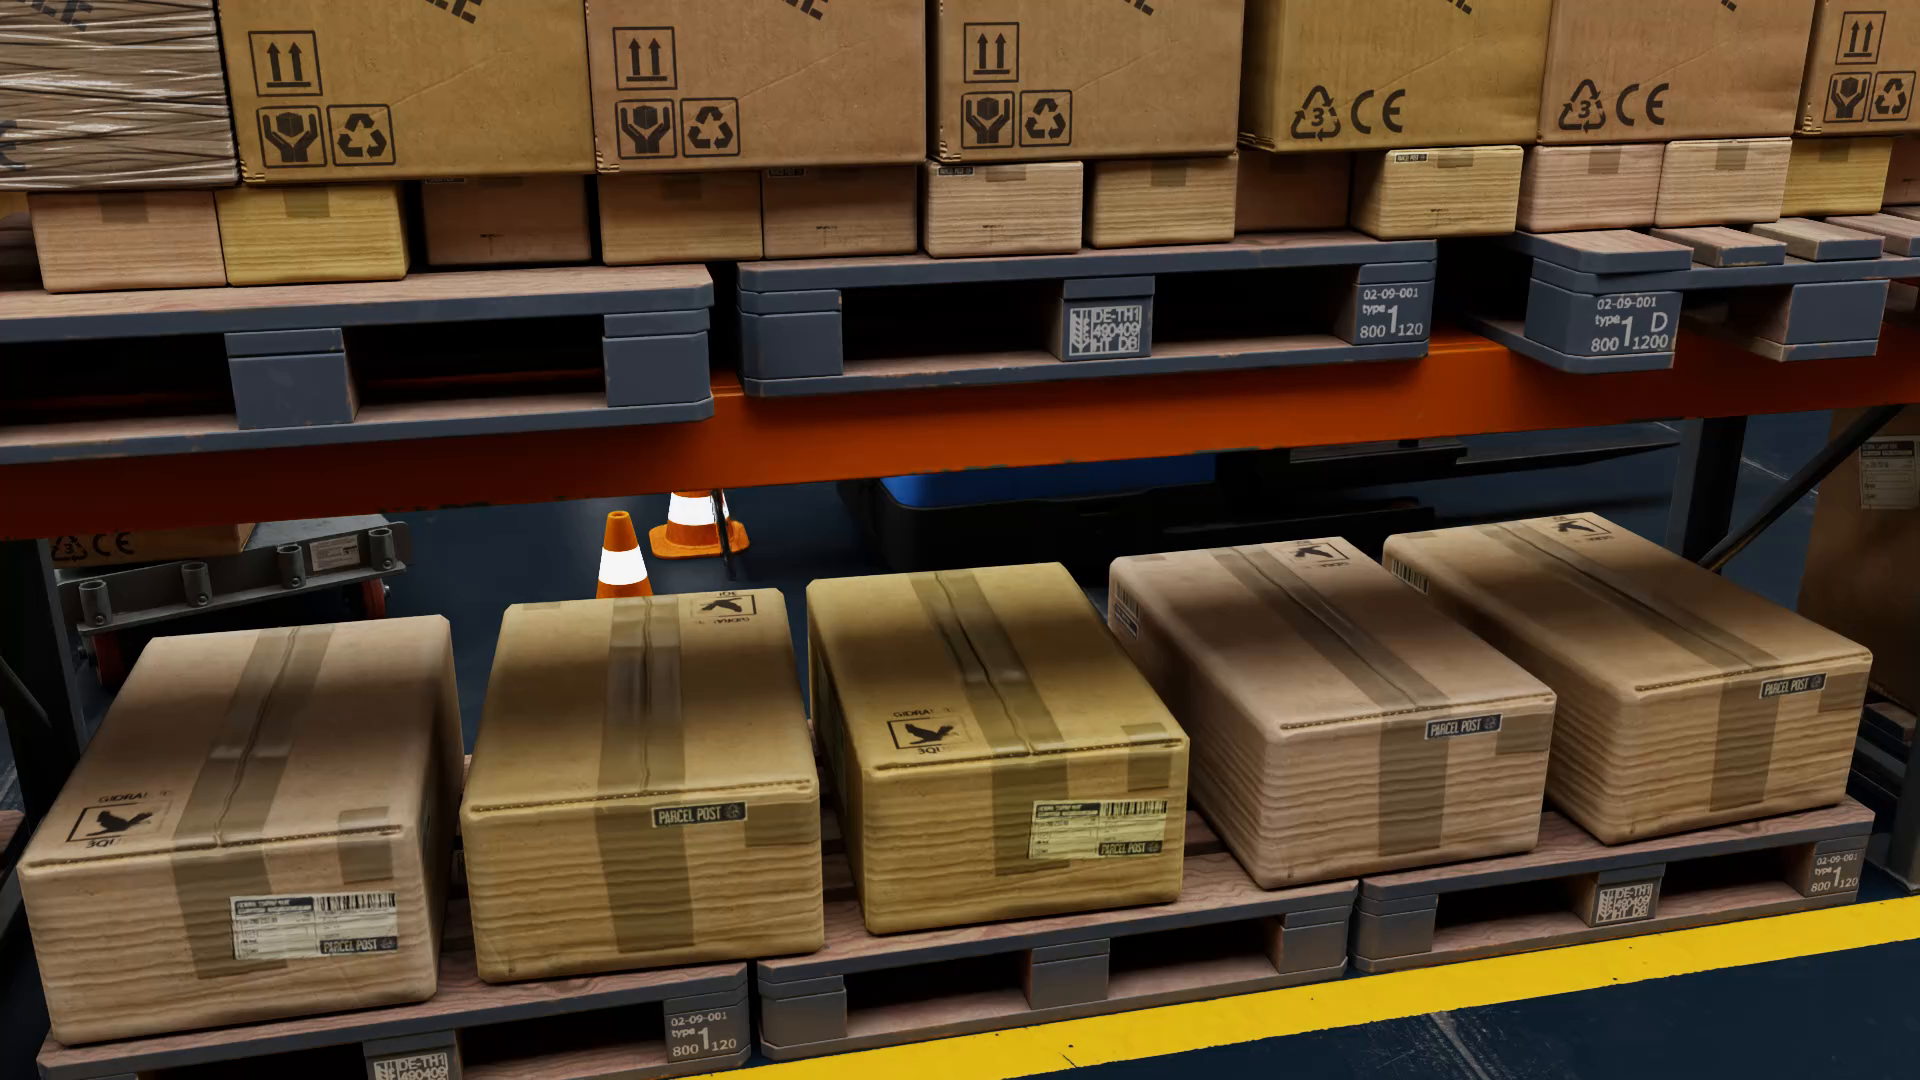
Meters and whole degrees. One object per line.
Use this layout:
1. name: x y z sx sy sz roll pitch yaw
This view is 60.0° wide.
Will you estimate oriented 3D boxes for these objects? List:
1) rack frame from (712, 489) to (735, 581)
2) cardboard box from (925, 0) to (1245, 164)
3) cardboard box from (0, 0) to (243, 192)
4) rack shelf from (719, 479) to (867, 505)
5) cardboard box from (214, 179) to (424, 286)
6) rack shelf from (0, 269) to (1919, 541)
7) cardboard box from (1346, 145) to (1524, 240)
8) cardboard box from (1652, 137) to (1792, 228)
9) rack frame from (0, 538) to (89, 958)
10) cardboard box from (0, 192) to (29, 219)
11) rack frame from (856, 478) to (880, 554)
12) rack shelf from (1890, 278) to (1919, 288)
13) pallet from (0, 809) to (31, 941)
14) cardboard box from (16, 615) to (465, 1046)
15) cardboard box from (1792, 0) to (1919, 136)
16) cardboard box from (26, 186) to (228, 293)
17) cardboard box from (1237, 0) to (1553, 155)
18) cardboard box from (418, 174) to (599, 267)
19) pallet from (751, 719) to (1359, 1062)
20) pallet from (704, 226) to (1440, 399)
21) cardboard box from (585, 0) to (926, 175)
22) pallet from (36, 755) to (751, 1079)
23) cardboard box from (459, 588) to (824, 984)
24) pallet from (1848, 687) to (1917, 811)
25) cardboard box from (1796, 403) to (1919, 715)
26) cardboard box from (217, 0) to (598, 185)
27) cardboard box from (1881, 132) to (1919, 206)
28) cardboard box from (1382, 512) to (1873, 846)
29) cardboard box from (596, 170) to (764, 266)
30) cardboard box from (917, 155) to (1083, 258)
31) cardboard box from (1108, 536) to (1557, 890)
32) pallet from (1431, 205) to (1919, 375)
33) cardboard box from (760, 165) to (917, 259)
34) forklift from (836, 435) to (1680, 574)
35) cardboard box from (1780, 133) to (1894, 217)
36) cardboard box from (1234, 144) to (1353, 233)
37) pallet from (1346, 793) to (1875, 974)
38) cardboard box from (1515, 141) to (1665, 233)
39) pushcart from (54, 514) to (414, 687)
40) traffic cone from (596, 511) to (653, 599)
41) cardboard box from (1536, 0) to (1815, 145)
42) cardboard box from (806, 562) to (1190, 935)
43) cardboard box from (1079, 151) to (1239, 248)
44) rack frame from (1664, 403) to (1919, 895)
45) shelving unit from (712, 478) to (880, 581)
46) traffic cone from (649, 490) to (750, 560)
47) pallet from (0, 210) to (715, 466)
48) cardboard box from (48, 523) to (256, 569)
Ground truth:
1. rack frame: -0.836 -0.466 5.336 0.015 1.200 0.240 -11 20 -10
2. cardboard box: 0.145 -0.923 2.785 0.500 0.500 0.500 -6 21 -15
3. cardboard box: -1.324 -0.804 2.461 0.500 0.500 0.500 -4 21 -11
4. rack shelf: -0.571 -0.261 5.470 0.480 0.148 0.258 -11 20 -10
5. cardboard box: -0.991 -0.513 2.610 0.250 0.149 0.380 -4 21 -11
6. rack shelf: 0.100 -0.300 3.318 4.000 0.370 1.077 -5 21 -12
7. cardboard box: 0.791 -0.646 2.973 0.250 0.149 0.380 -4 21 -12
8. cardboard box: 1.302 -0.690 3.092 0.250 0.149 0.380 -5 21 -13
9. rack frame: -1.847 -0.479 2.762 0.127 3.000 1.000 -5 21 -12
10. cardboard box: -3.712 -1.301 7.485 0.875 0.875 0.875 -4 21 -12
11. rack frame: -0.364 -0.553 5.424 0.015 1.200 0.240 -11 20 -10
12. rack shelf: 3.992 -0.616 4.182 4.000 0.370 1.077 -5 21 -12
13. pallet: -2.492 0.895 3.065 1.213 0.211 1.003 -5 21 -12
14. cardboard box: -1.337 0.515 3.258 0.625 0.372 0.950 -4 21 -12
15. cardboard box: 1.668 -1.051 3.134 0.500 0.500 0.500 -5 21 -14
16. cardboard box: -1.236 -0.497 2.564 0.250 0.149 0.380 -4 21 -12
17. cardboard box: 0.676 -0.966 2.902 0.500 0.500 0.500 -6 21 -16
18. cardboard box: -0.733 -0.561 2.741 0.250 0.149 0.380 -3 20 -9
19. pallet: 0.100 0.670 3.678 1.213 0.211 1.003 -5 21 -12
20. pallet: 0.129 -0.536 3.194 1.213 0.211 1.003 -5 21 -12
21. cardboard box: -0.353 -0.879 2.664 0.500 0.500 0.500 -5 21 -13
22. pallet: -1.089 0.768 3.412 1.213 0.211 1.003 -5 21 -12
23. cardboard box: -0.638 0.457 3.416 0.625 0.372 0.950 -3 20 -9
24. pallet: 2.831 0.476 4.208 1.213 0.211 1.003 -5 21 -12
25. cardboard box: 2.737 -0.022 3.993 0.875 0.875 0.875 -5 21 -13
26. cardboard box: -0.837 -0.844 2.570 0.500 0.500 0.500 -5 21 -12
27. cardboard box: 1.781 -0.770 3.312 0.250 0.149 0.380 -4 20 -10
28. cardboard box: 1.494 0.282 3.893 0.625 0.372 0.950 -6 21 -16
29. cardboard box: -0.473 -0.568 2.758 0.250 0.149 0.380 -4 21 -12
30. cardboard box: 0.039 -0.590 2.820 0.250 0.149 0.380 -4 20 -10
31. cardboard box: 0.778 0.343 3.727 0.625 0.372 0.950 -5 21 -14
32. pallet: 1.377 -0.614 3.408 1.003 0.211 1.213 -5 21 -12
33. cardboard box: -0.232 -0.587 2.810 0.250 0.149 0.380 -4 21 -12
34. forklift: 1.122 -1.491 5.623 3.031 2.935 1.130 -6 21 -15
35. cardboard box: 1.537 -0.725 3.188 0.250 0.149 0.380 -4 21 -12
36. cardboard box: 0.517 -0.669 3.034 0.250 0.149 0.380 -4 21 -12
37. pallet: 1.285 0.575 3.939 1.213 0.211 1.003 -5 21 -12
38. cardboard box: 1.055 -0.673 3.045 0.250 0.149 0.380 -6 21 -15
39. pushcart: -2.420 -0.007 5.286 0.936 0.377 1.648 -13 24 -31
40. traffic cone: -0.962 0.145 4.746 0.334 0.463 0.336 -5 21 -12
41. cardboard box: 1.167 -1.006 3.012 0.500 0.500 0.500 -5 21 -13
42. cardboard box: 0.038 0.401 3.568 0.625 0.372 0.950 -4 20 -11
43. cardboard box: 0.292 -0.621 2.905 0.250 0.149 0.380 -5 21 -14
44. rack frame: 2.046 -0.796 3.627 0.127 3.000 1.000 -5 21 -12
45. shelving unit: -0.600 -0.509 5.380 0.503 1.200 0.258 -11 20 -10
46. traffic cone: -0.910 -0.213 5.722 0.334 0.463 0.336 -5 21 -12
47. pallet: -1.069 -0.401 2.828 1.213 0.211 1.003 -5 21 -12
48. cardboard box: -2.285 -0.255 4.682 0.500 0.500 0.500 -5 21 -12
